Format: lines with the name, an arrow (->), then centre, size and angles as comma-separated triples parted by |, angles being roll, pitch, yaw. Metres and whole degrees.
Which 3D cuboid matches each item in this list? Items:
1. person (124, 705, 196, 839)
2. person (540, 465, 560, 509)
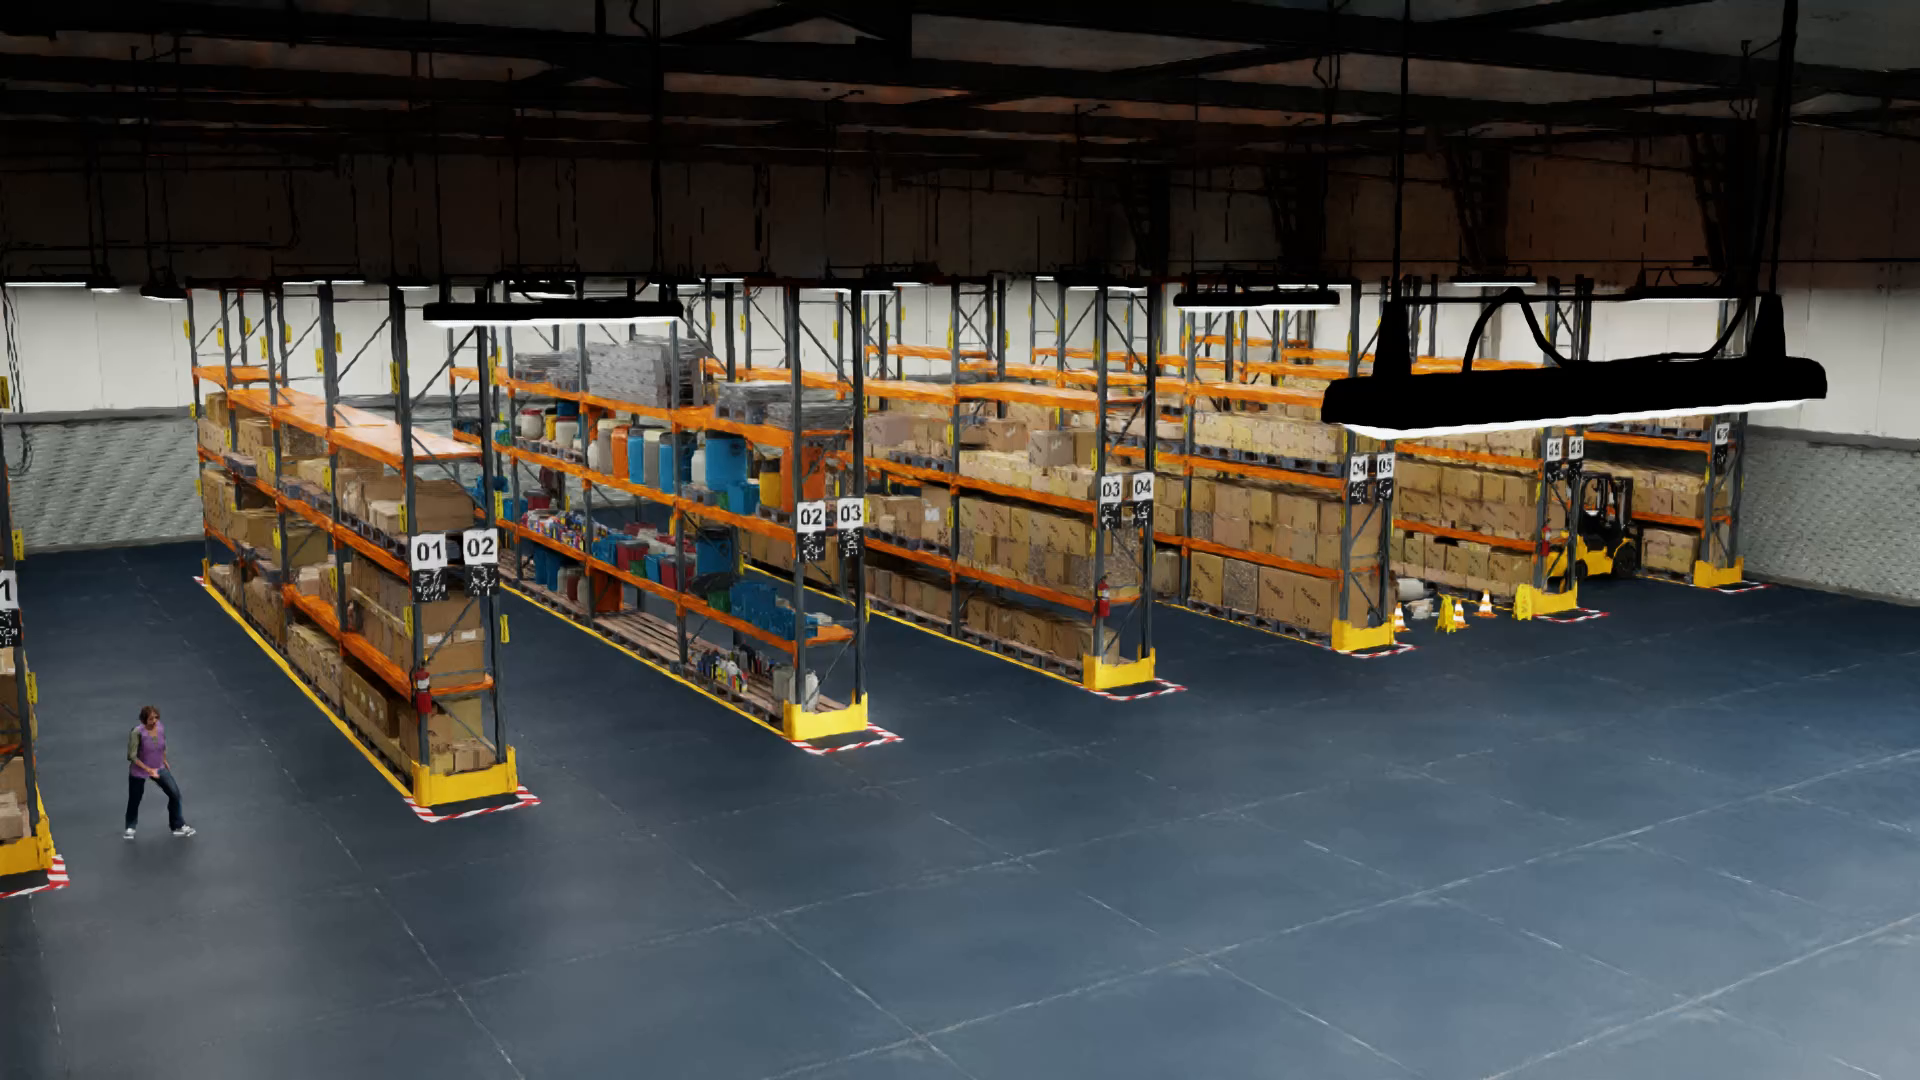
person -> -8.897, 2.537, 18.278 | 0.749, 1.535, 0.574 | 7, 12, 37
person -> -9.972, -1.333, 40.713 | 0.598, 1.698, 1.193 | -6, 11, -30
